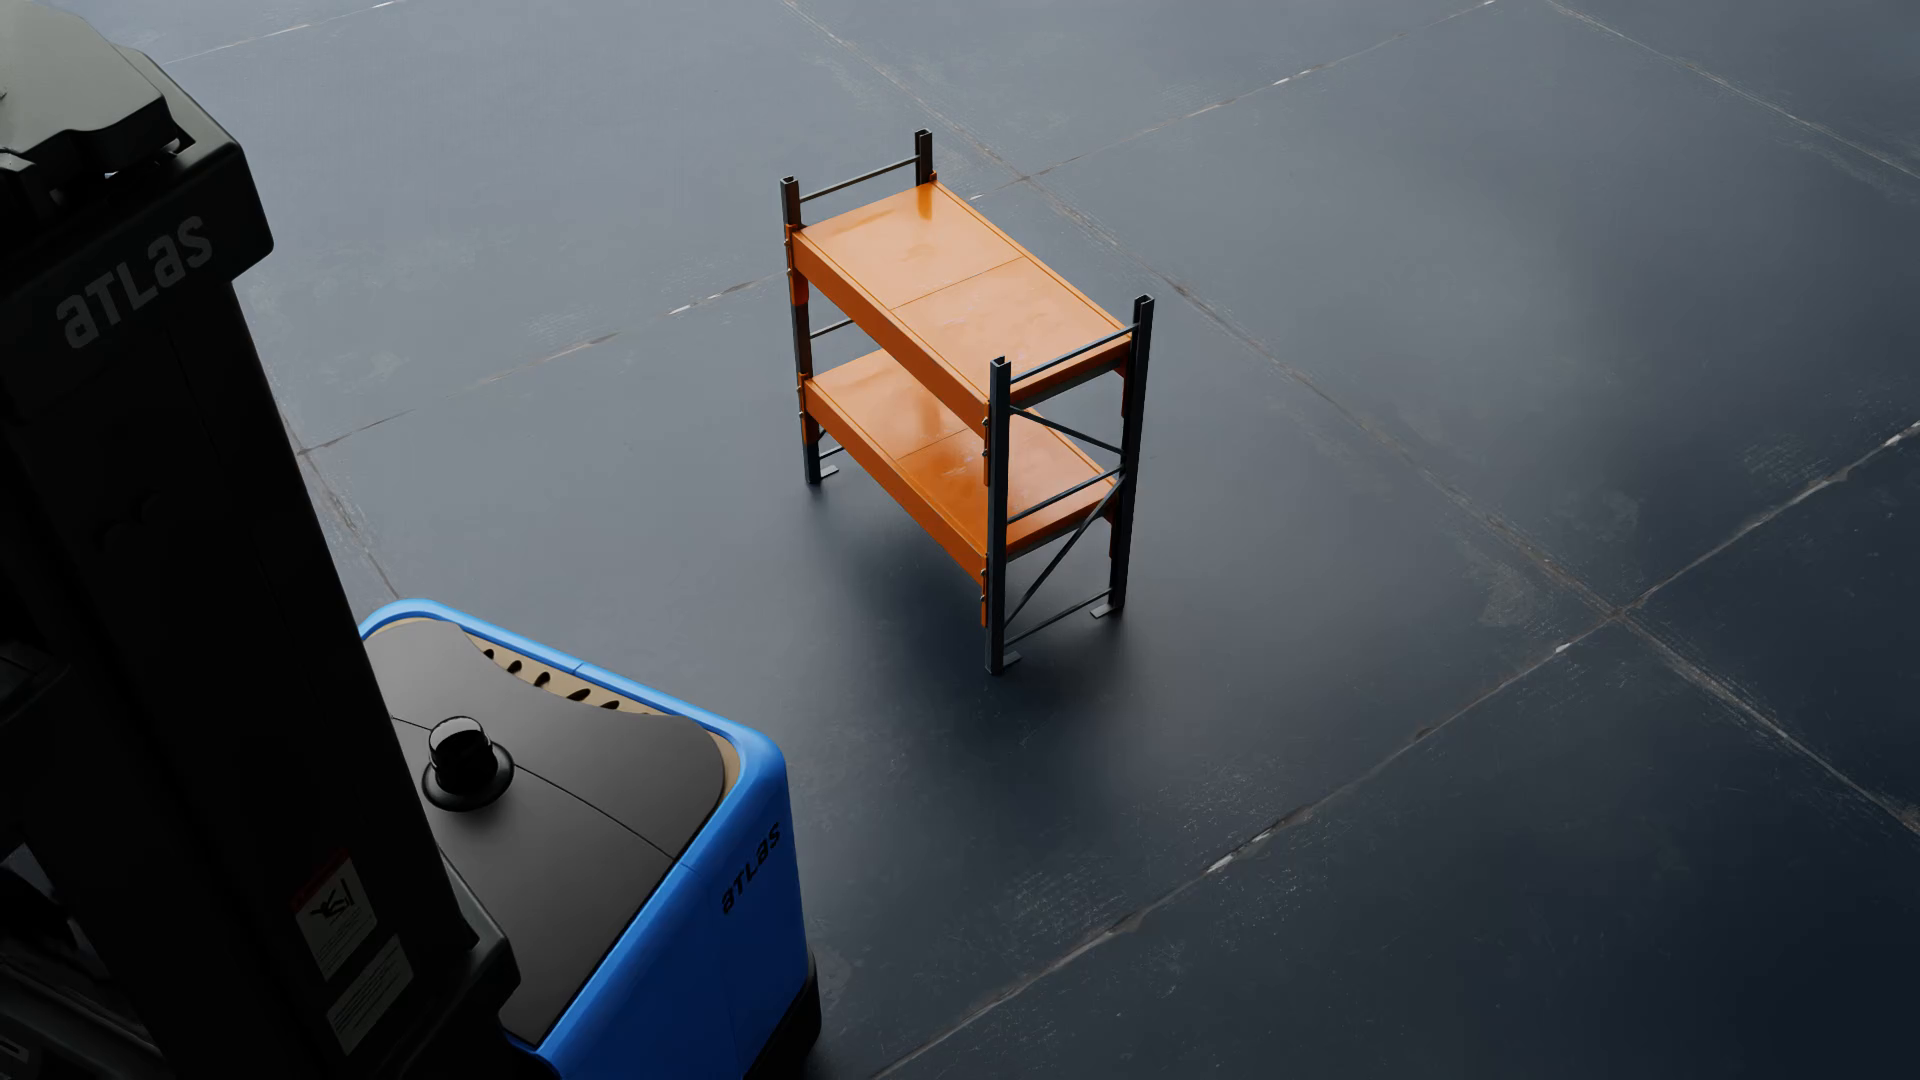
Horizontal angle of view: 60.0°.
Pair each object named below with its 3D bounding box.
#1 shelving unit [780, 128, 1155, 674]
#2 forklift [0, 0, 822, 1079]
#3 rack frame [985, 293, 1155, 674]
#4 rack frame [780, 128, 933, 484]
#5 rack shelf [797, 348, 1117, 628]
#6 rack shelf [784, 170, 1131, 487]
[{"bbox_3d":[-0.004,-0.411,4.866,0.538,1.125,1.048,-26,49,-24],"label":"shelving unit"},{"bbox_3d":[-1.437,0.880,2.206,1.130,2.935,3.031,19,47,19],"label":"forklift"},{"bbox_3d":[0.287,-0.123,4.564,0.500,1.125,0.032,-26,49,-24],"label":"rack frame"},{"bbox_3d":[-0.295,-0.699,5.167,0.500,1.125,0.032,-26,49,-24],"label":"rack frame"},{"bbox_3d":[-0.004,-0.234,5.034,0.538,0.278,1.000,-26,49,-24],"label":"rack shelf"},{"bbox_3d":[-0.004,-0.622,4.663,0.538,0.278,1.000,-26,49,-24],"label":"rack shelf"}]
